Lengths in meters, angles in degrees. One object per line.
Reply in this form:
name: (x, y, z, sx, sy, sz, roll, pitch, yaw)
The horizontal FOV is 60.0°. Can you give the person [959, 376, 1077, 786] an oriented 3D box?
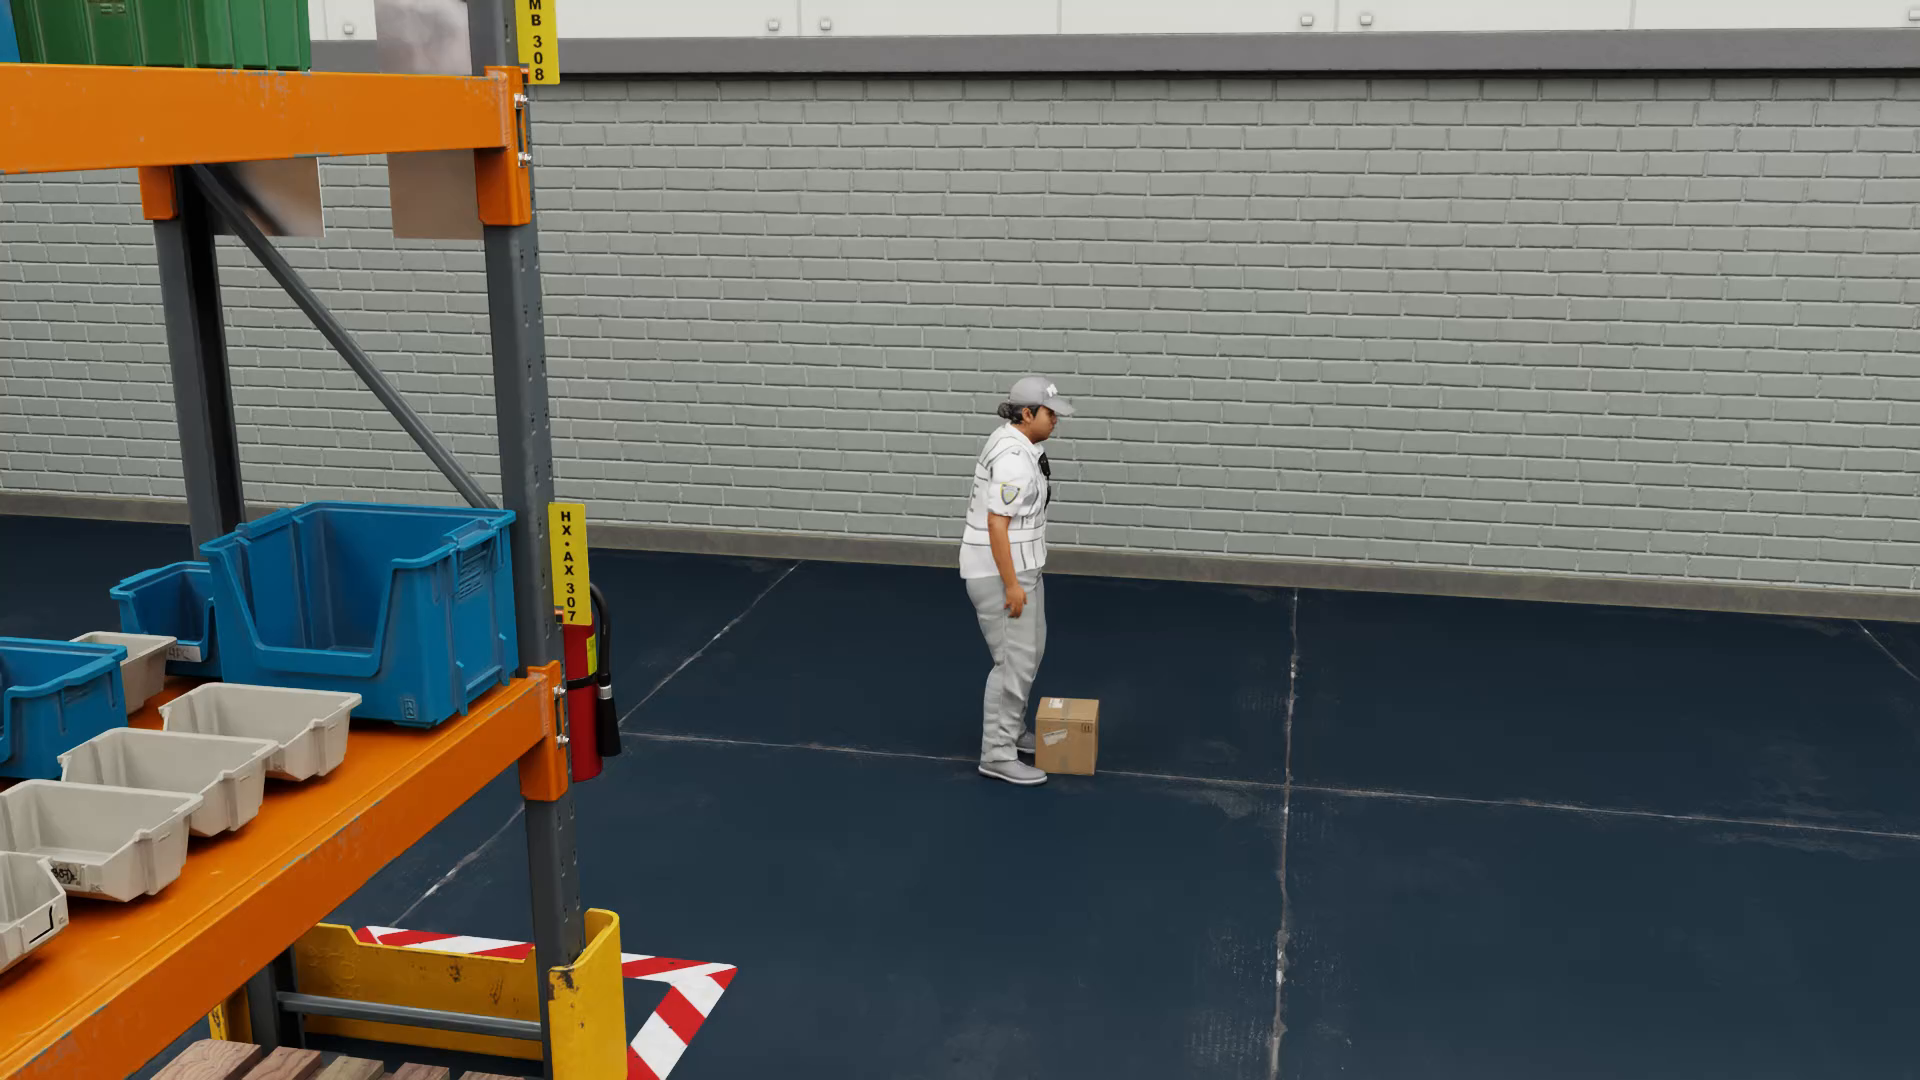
person: (0.238, 0.145, 6.951, 0.467, 1.665, 0.555, 2, 15, 8)
